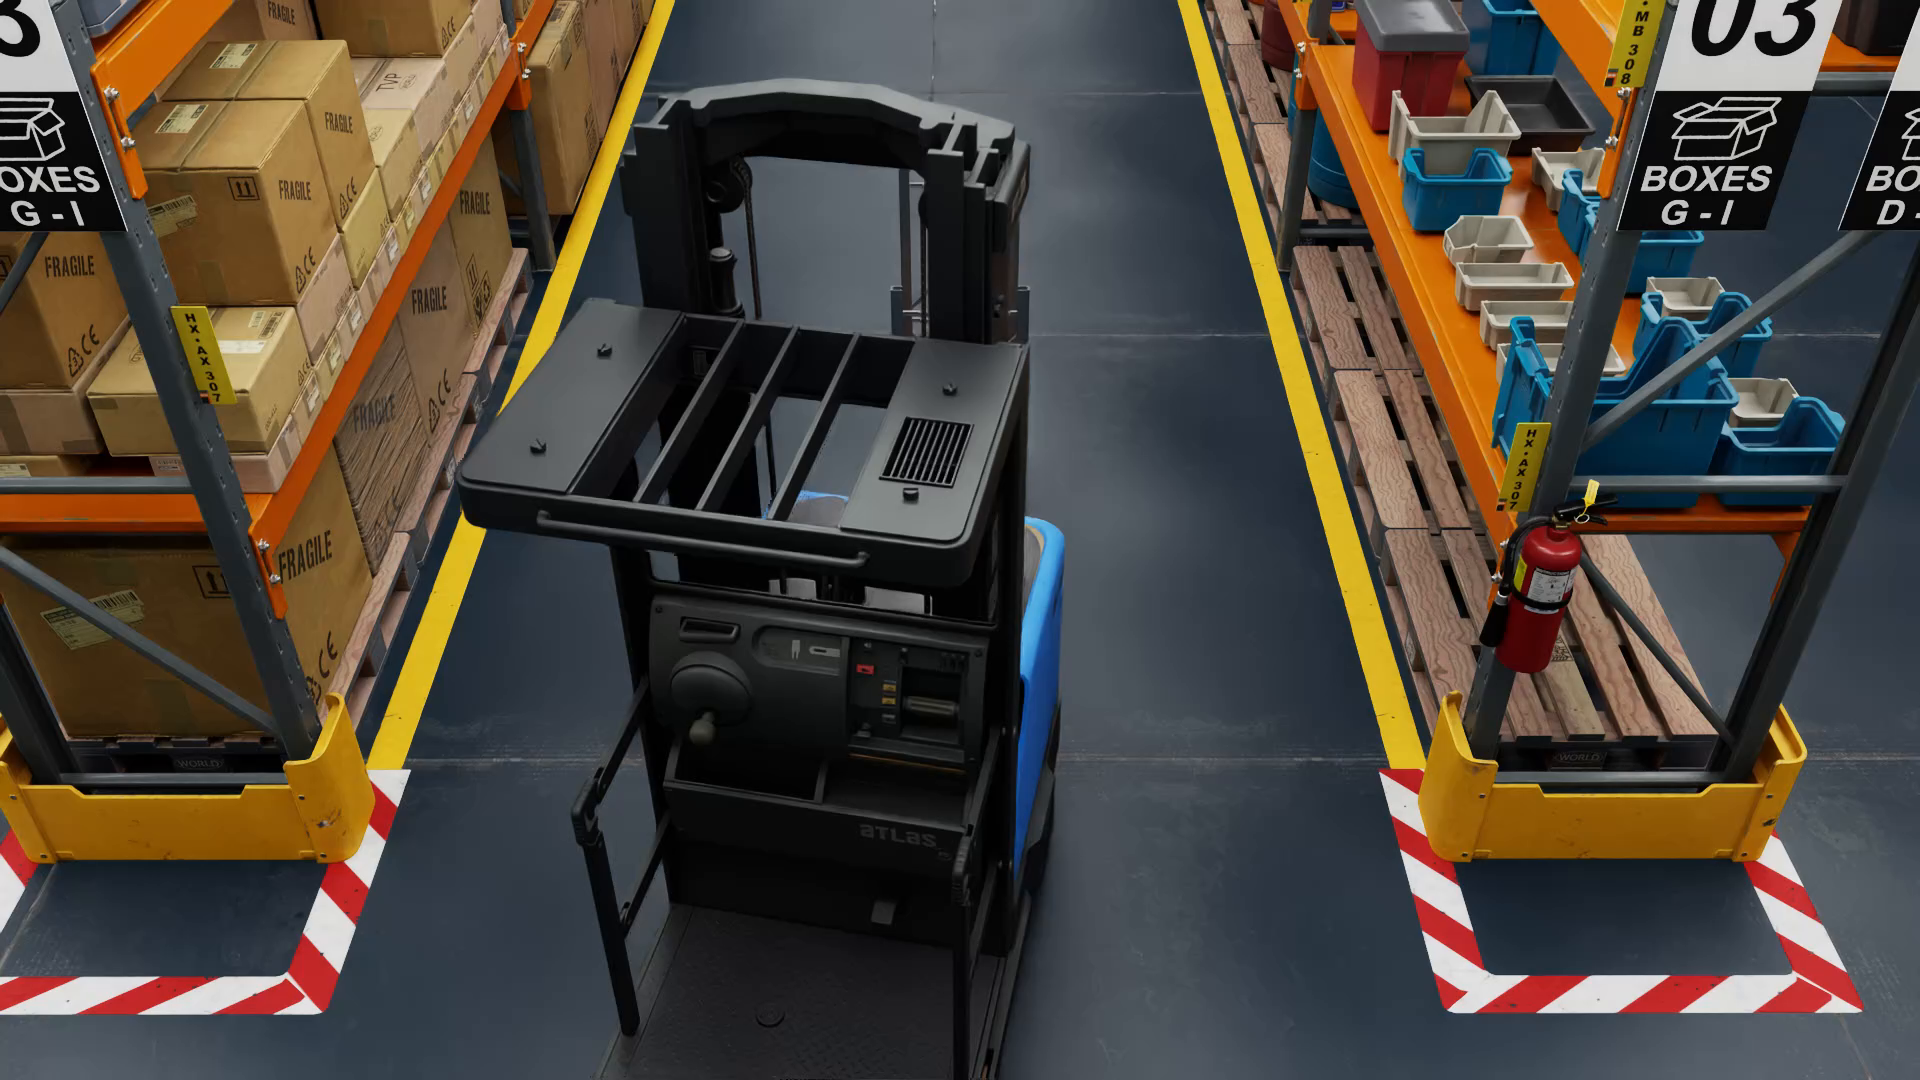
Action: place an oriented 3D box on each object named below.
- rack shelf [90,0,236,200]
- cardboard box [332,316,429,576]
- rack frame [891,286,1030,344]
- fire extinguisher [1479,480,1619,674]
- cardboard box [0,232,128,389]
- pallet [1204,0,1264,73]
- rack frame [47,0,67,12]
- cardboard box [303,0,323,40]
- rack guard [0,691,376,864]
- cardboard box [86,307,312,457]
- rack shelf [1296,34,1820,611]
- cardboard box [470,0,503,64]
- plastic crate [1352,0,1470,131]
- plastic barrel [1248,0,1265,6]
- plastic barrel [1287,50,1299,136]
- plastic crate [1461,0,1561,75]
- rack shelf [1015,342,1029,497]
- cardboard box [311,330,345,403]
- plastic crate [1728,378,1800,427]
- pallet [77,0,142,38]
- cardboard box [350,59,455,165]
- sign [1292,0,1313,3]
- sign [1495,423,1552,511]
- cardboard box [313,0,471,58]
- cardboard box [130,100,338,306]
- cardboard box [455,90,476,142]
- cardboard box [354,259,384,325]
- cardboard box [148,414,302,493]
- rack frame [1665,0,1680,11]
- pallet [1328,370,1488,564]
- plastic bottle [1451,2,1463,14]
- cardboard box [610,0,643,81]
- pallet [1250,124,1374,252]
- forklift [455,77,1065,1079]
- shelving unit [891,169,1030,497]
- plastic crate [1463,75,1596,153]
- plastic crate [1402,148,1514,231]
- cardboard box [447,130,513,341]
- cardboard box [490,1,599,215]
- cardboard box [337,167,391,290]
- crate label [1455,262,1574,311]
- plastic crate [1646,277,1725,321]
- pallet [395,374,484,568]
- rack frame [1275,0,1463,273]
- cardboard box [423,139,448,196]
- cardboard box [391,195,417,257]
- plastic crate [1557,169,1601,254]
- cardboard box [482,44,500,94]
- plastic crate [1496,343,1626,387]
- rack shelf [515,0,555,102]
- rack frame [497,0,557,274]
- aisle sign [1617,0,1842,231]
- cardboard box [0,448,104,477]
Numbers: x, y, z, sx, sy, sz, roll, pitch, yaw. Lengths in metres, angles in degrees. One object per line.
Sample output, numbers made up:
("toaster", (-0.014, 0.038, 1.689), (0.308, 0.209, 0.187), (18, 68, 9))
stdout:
("rack shelf", (-2.716, -2.300, 5.898), (1.077, 0.370, 4.000), (0, 39, 0))
("cardboard box", (-2.795, -0.463, 6.793), (0.875, 0.875, 0.875), (0, 39, 0))
("rack frame", (0.000, -0.321, 6.451), (0.500, 1.500, 0.032), (0, 39, 0))
("fire extinguisher", (1.785, 0.108, 5.077), (0.296, 0.674, 0.183), (0, 39, 0))
("cardboard box", (-2.977, -0.814, 5.149), (0.500, 0.500, 0.500), (0, 39, 1))
("pallet", (2.273, -3.584, 11.554), (1.003, 0.211, 1.213), (0, 39, 0))
("rack frame", (-2.713, -2.500, 3.174), (1.000, 3.000, 0.127), (0, 39, 0))
("cardboard box", (-2.980, -2.403, 7.132), (0.500, 0.500, 0.500), (0, 39, 0))
("rack guard", (-2.713, 0.831, 5.813), (1.175, 0.500, 0.348), (0, 39, 0))
("cardboard box", (-2.444, -0.517, 5.379), (0.500, 0.250, 0.500), (-1, 39, -1))
("rack shelf", (2.237, -1.133, 6.840), (1.077, 0.370, 4.000), (0, 39, 0))
("cardboard box", (-2.455, -2.442, 7.781), (0.500, 0.250, 0.500), (-1, 39, -1))
("plastic crate", (1.985, -2.154, 7.440), (0.402, 0.464, 0.583), (0, 39, 0))
("plastic barrel", (2.248, -4.177, 11.463), (0.600, 0.830, 0.708), (0, 39, 0))
("plastic barrel", (2.251, -2.792, 9.678), (0.600, 0.901, 0.708), (0, 39, 0))
("plastic crate", (2.577, -2.390, 7.798), (0.392, 0.384, 0.575), (0, 39, 0))
("rack shelf", (0.000, -0.498, 6.960), (0.538, 0.185, 1.000), (0, 39, 0))
("cardboard box", (-2.386, -0.604, 5.806), (0.380, 0.149, 0.250), (-1, 39, -1))
("plastic crate", (2.651, -0.439, 5.561), (0.250, 0.136, 0.298), (0, 39, 0))
("pallet", (-2.725, -1.759, 4.719), (1.003, 0.211, 1.213), (0, 39, 0))
("cardboard box", (-2.451, -1.799, 6.979), (0.500, 0.250, 0.500), (1, 39, 1))
("sign", (1.685, -2.773, 8.090), (0.100, 0.325, 0.005), (0, 39, 0))
("sign", (1.690, -0.216, 4.990), (0.100, 0.325, 0.005), (0, 39, 0))
("cardboard box", (-2.454, -2.410, 7.141), (0.500, 0.500, 0.500), (0, 39, 0))
("cardboard box", (-2.444, -1.122, 5.534), (0.500, 0.500, 0.500), (-1, 39, -1))
("cardboard box", (-2.389, -1.890, 7.410), (0.380, 0.149, 0.250), (1, 39, 1))
("cardboard box", (-2.387, -0.926, 6.208), (0.380, 0.149, 0.250), (-1, 39, -1))
("cardboard box", (-2.384, -0.283, 5.406), (0.380, 0.149, 0.250), (0, 39, 0))
("rack frame", (2.240, -2.504, 3.178), (1.000, 3.000, 0.127), (0, 39, 0))
("pallet", (2.279, -0.351, 7.520), (1.003, 0.211, 1.213), (0, 39, 0))
("plastic bottle", (2.559, -2.891, 8.498), (0.144, 0.351, 0.185), (0, 39, 0))
("cardboard box", (-2.749, -3.508, 10.592), (1.225, 0.875, 0.875), (0, 39, 0))
("pallet", (2.276, -2.059, 9.650), (1.003, 0.211, 1.213), (0, 39, 0))
("forklift", (-0.429, 0.470, 4.319), (1.130, 2.935, 3.031), (7, 39, 9))
("shelving unit", (0.000, -0.633, 6.840), (0.587, 1.500, 1.083), (0, 39, 0))
("plastic crate", (2.505, -1.880, 7.370), (0.437, 0.125, 0.590), (0, 39, 0))
("plastic crate", (1.981, -1.405, 6.690), (0.416, 0.233, 0.300), (0, 39, 0))
("cardboard box", (-2.797, -1.583, 8.189), (0.875, 0.875, 0.875), (0, 39, 0))
("cardboard box", (-2.739, -2.396, 9.204), (1.225, 0.875, 0.875), (0, 39, 0))
("cardboard box", (-2.448, -1.156, 6.176), (0.500, 0.250, 0.500), (-1, 39, -2))
("crate label", (2.047, -0.948, 6.198), (0.396, 0.136, 0.243), (0, 39, 0))
("plastic crate", (2.650, -0.863, 6.091), (0.250, 0.136, 0.298), (0, 39, 0))
("pallet", (-2.791, -0.332, 7.495), (1.003, 0.211, 1.213), (0, 39, 0))
("rack frame", (2.235, -2.664, 8.176), (1.000, 3.000, 0.127), (0, 39, 0))
("cardboard box", (-2.388, -1.568, 7.009), (0.380, 0.149, 0.250), (-1, 39, -1))
("cardboard box", (-2.387, -1.245, 6.606), (0.380, 0.149, 0.250), (-1, 39, -1))
("plastic crate", (2.567, -1.287, 6.543), (0.416, 0.233, 0.300), (0, 39, 0))
("cardboard box", (-2.389, -2.211, 7.811), (0.380, 0.149, 0.250), (1, 39, 1))
("plastic crate", (2.058, -0.593, 5.754), (0.396, 0.136, 0.243), (0, 39, 0))
("rack shelf", (-2.720, -3.631, 9.957), (1.077, 0.370, 4.000), (0, 39, 0))
("rack frame", (-2.718, -2.661, 8.171), (1.000, 3.000, 0.127), (0, 39, 0))
("aisle sign", (1.947, -1.132, 4.185), (0.394, 0.787, 0.004), (0, 39, 0))
("cardboard box", (-3.043, -0.284, 5.406), (0.380, 0.149, 0.250), (1, 39, 1))
